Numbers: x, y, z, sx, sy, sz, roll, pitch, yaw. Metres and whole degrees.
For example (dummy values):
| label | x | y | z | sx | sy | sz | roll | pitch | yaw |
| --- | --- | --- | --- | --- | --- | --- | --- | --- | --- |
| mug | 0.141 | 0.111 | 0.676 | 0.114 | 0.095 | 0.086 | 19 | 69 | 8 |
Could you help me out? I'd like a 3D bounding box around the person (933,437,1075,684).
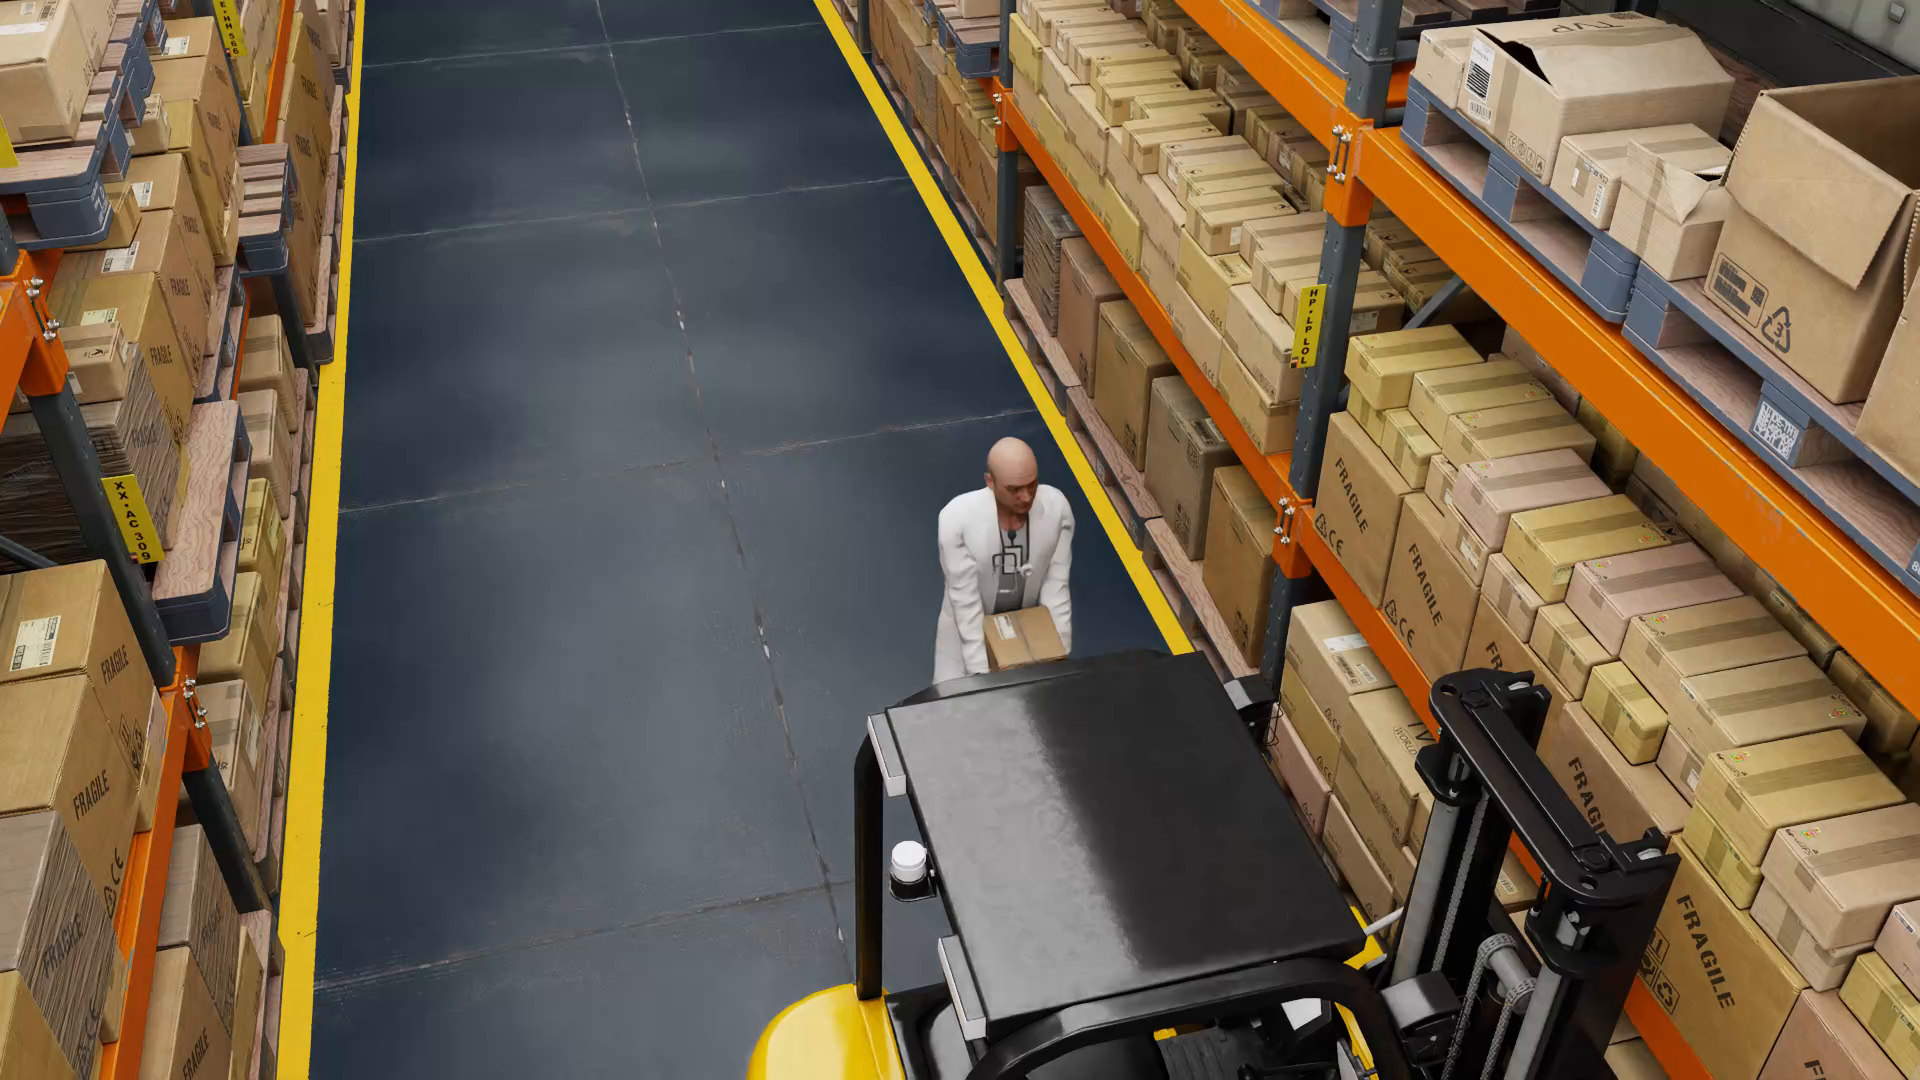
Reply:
| label | x | y | z | sx | sy | sz | roll | pitch | yaw |
| --- | --- | --- | --- | --- | --- | --- | --- | --- | --- |
| person | 0.172 | 0.391 | 6.230 | 0.531 | 1.774 | 0.573 | -10 | 39 | -13 |
